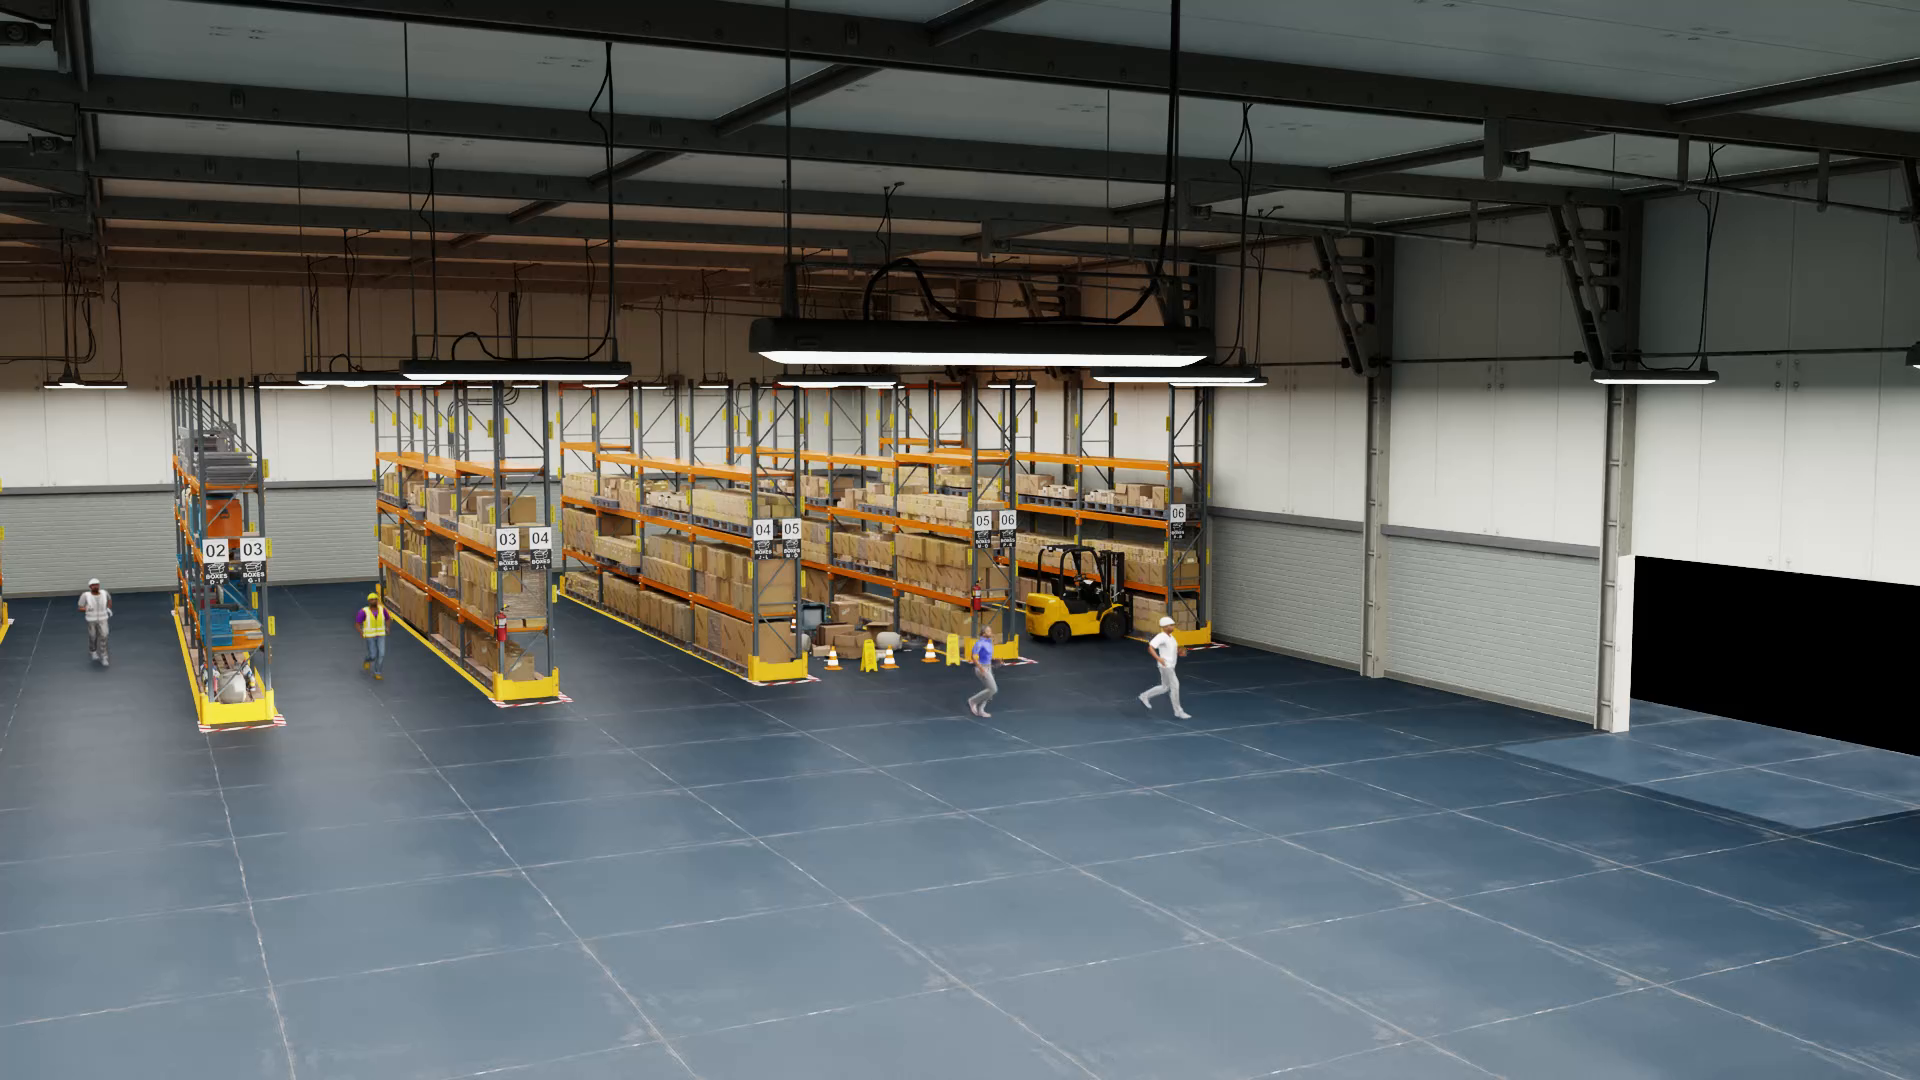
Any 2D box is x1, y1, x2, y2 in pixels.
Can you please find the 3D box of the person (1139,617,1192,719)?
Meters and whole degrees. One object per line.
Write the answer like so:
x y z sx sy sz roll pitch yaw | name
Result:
3.621 2.237 29.297 0.968 1.773 0.700 2 5 19 | person

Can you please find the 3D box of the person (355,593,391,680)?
-11.711 1.918 33.265 0.711 1.726 0.691 -4 6 -35 | person

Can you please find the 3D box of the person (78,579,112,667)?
-18.165 1.711 34.973 0.672 1.819 0.928 -4 6 -35 | person

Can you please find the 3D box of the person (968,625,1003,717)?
0.491 2.313 29.351 0.520 1.623 0.566 2 5 18 | person
